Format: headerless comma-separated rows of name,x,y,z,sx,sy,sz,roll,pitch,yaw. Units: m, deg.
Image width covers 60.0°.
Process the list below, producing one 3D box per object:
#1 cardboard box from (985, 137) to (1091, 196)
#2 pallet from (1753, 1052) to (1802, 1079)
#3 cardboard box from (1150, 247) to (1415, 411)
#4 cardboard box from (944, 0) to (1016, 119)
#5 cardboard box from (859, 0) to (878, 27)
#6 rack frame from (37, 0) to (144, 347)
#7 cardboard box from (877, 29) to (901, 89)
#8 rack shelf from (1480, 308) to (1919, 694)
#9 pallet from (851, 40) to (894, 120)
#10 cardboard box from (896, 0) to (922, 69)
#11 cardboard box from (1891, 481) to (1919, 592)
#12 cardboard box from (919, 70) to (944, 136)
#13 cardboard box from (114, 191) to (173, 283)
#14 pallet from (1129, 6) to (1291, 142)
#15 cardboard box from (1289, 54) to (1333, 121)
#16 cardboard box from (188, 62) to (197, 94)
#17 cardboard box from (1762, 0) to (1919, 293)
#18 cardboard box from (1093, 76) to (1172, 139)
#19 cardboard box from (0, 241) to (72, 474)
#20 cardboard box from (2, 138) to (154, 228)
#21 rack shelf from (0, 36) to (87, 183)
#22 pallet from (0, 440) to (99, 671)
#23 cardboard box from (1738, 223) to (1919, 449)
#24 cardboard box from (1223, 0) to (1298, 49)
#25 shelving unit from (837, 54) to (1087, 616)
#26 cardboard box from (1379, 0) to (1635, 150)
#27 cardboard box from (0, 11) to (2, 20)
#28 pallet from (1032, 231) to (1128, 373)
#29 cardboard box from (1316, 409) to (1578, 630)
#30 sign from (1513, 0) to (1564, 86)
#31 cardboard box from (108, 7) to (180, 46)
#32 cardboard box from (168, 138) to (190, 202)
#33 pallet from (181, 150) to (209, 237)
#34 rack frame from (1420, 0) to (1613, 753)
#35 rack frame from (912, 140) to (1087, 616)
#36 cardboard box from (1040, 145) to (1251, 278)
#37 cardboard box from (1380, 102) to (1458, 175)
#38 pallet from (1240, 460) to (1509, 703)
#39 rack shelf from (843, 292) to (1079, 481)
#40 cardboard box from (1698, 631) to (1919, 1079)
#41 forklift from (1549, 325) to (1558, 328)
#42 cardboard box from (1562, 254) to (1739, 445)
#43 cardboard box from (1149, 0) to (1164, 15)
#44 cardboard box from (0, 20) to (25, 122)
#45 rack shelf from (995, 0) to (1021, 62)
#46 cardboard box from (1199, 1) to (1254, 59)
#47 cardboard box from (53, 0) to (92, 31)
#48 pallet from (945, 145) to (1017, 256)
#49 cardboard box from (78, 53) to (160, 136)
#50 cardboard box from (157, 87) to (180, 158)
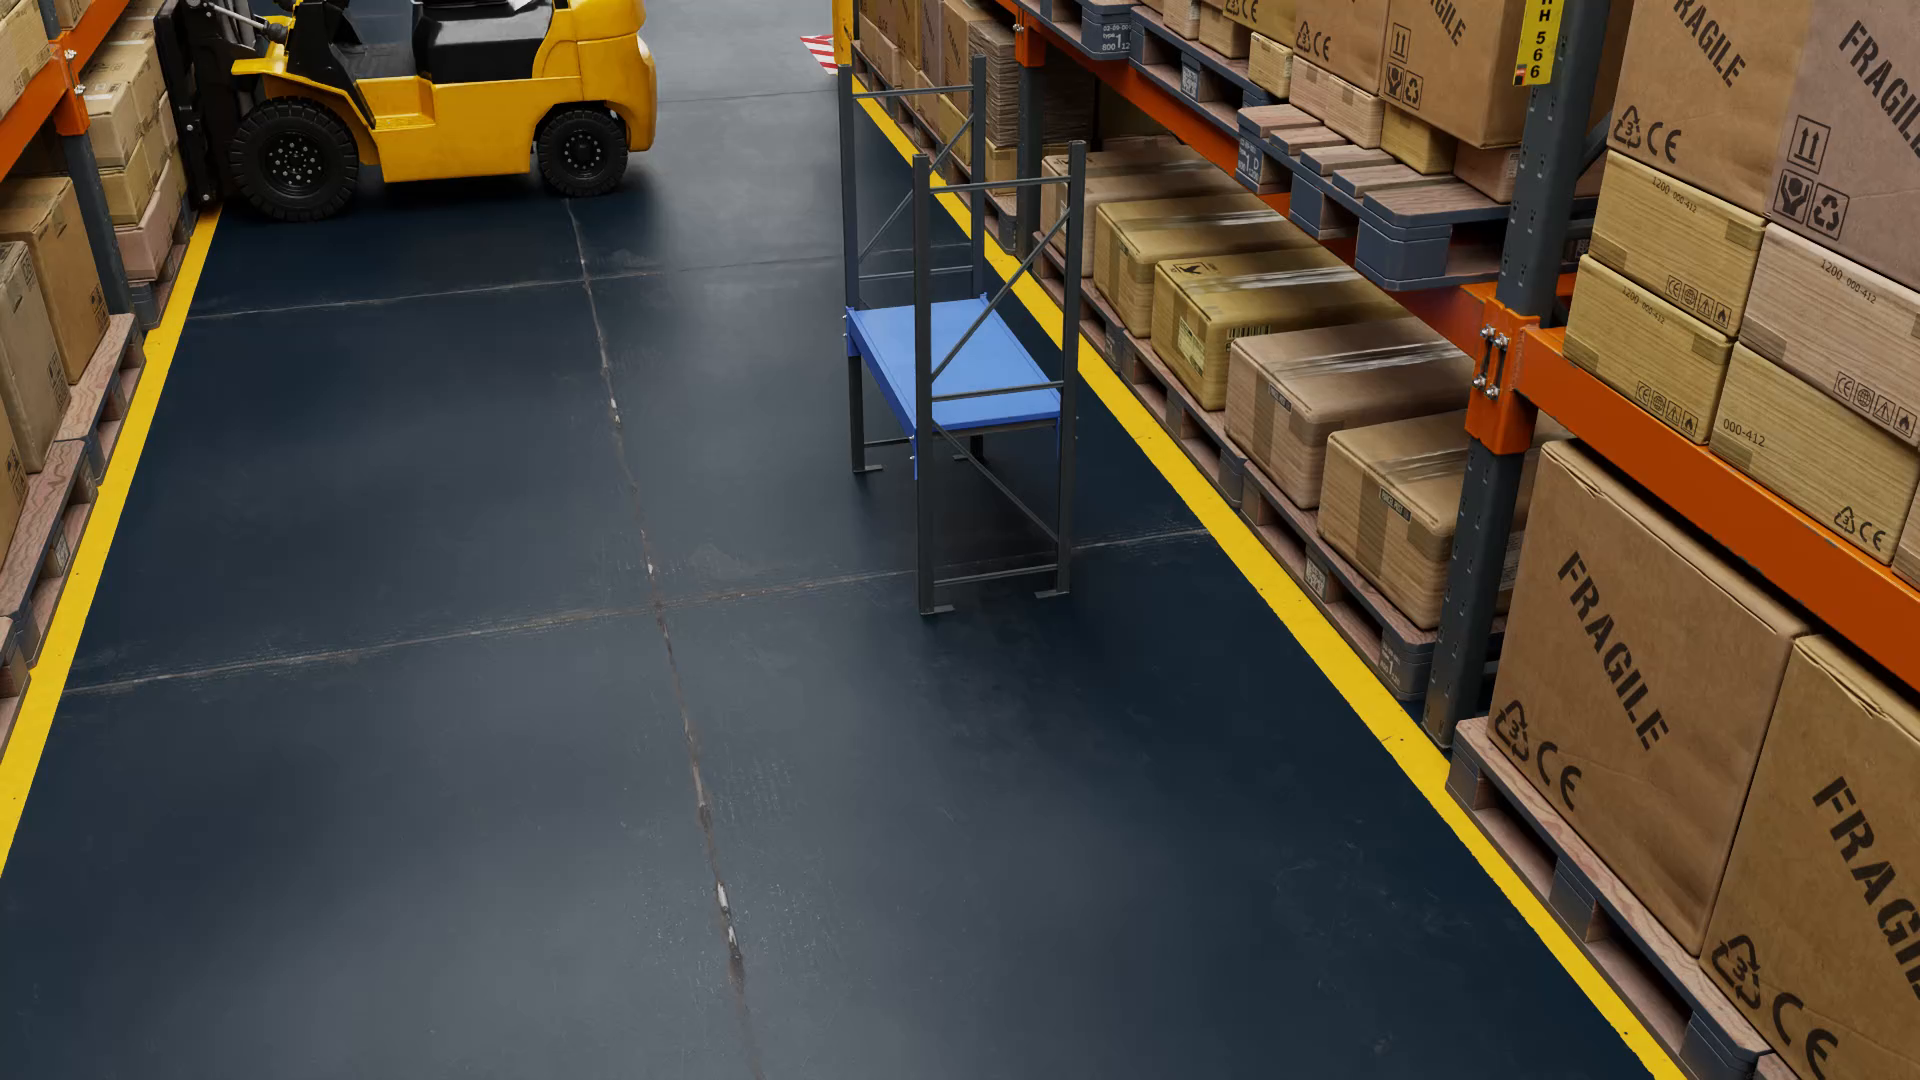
cardboard box,0.353,-1.966,8.478,0.500,0.250,0.500,-6,31,-11
pallet,2.287,1.393,3.133,1.003,0.211,1.213,-8,31,-13
cardboard box,1.291,-0.834,6.400,0.950,0.372,0.625,-7,31,-12
cardboard box,0.216,-2.537,8.715,0.500,0.500,0.500,-7,31,-12
cardboard box,-0.339,-3.535,10.440,0.500,0.500,0.500,-9,31,-15
rack frame,-4.016,-2.063,6.320,1.000,3.000,0.127,-8,31,-13
cardboard box,-0.217,-2.975,10.220,0.500,0.250,0.500,-7,31,-11
rack shelf,2.361,0.484,2.637,1.077,0.370,4.000,-8,31,-13
pallet,-0.091,-3.016,10.750,1.003,0.211,1.213,-8,31,-13
cardboard box,-0.070,-3.040,9.585,0.500,0.500,0.500,-7,31,-12
cardboard box,2.005,0.042,2.833,0.500,0.250,0.500,-7,31,-12
cardboard box,0.071,-2.468,9.346,0.500,0.250,0.500,-7,31,-13
cardboard box,-3.825,-1.332,7.383,0.500,0.250,0.500,-8,31,-13
pallet,1.266,-1.660,5.816,1.003,0.211,1.213,-8,31,-13
cardboard box,1.207,-1.351,4.922,0.380,0.149,0.250,-9,31,-16
cardboard box,-4.367,-2.519,8.935,0.500,0.250,0.500,-9,31,-14
cardboard box,1.867,-0.760,2.971,0.500,0.500,0.500,-8,31,-13
cardboard box,0.873,-2.362,8.413,0.500,0.500,0.500,-6,31,-11
cardboard box,-3.668,-0.591,5.727,0.875,0.625,0.625,-8,31,-14
cardboard box,-3.847,-1.546,7.253,0.500,0.250,0.500,-8,31,-14
rack shelf,-3.485,-0.786,4.831,1.077,0.370,4.000,-8,31,-13
pallet,-3.455,0.085,5.393,1.003,0.211,1.213,-8,31,-13
cardboard box,1.863,-0.417,3.127,0.500,0.250,0.500,-7,31,-12
cardboard box,1.159,-1.821,5.086,0.500,0.500,0.500,-10,32,-17
shelving unit,-0.023,-0.690,5.445,0.538,1.500,1.048,-8,31,-13
cardboard box,1.442,-1.329,4.236,0.500,0.500,0.500,-9,31,-15
cardboard box,-3.496,-1.764,5.454,0.500,0.250,0.500,-9,31,-15
pallet,0.977,-1.142,7.512,1.003,0.211,1.213,-8,31,-13
cardboard box,1.690,-0.112,5.152,0.950,0.372,0.625,-10,32,-17
sign,1.310,-1.183,3.723,0.100,0.325,0.005,-8,31,-13
cardboard box,-4.243,-2.504,8.410,0.500,0.250,0.500,-8,31,-14
cardboard box,-4.126,-1.822,8.228,0.500,0.250,0.500,-7,31,-12
pallet,-4.514,-1.836,8.711,1.003,0.211,1.213,-8,31,-13
rack frame,1.831,-0.793,4.125,1.000,3.000,0.127,-8,31,-13
rack frame,0.112,-0.445,5.021,0.500,1.500,0.032,-8,31,-13
cardboard box,0.910,-1.516,7.579,0.950,0.372,0.625,-7,31,-13
cardboard box,1.376,-1.113,4.510,0.380,0.149,0.250,-7,31,-13
pallet,1.625,0.036,5.476,1.003,0.211,1.213,-8,31,-13
rack shelf,-0.023,-0.535,5.536,0.538,0.185,1.000,-8,31,-13
cardboard box,2.166,0.721,3.212,0.875,0.875,0.875,-7,31,-13
forklift,2.923,-2.198,6.622,1.130,2.935,3.031,-7,31,-12
cardboard box,1.718,-0.458,3.697,0.500,0.250,0.500,-8,31,-14
cardboard box,0.909,-1.991,6.027,0.380,0.149,0.250,-8,31,-13
cardboard box,-3.491,-1.547,5.579,0.500,0.250,0.500,-8,31,-14
rack shelf,0.238,-3.379,9.312,1.077,0.370,4.000,-8,31,-13
cardboard box,1.029,-1.731,5.577,0.380,0.149,0.250,-9,31,-15
cardboard box,-3.882,-2.355,6.725,0.500,0.500,0.500,-9,31,-15
pallet,0.556,-1.838,8.714,1.003,0.211,1.213,-8,31,-13
cardboard box,-3.968,-2.011,7.558,0.500,0.250,0.500,-8,31,-13
cardboard box,-4.104,-2.033,8.095,0.500,0.250,0.500,-8,31,-14
